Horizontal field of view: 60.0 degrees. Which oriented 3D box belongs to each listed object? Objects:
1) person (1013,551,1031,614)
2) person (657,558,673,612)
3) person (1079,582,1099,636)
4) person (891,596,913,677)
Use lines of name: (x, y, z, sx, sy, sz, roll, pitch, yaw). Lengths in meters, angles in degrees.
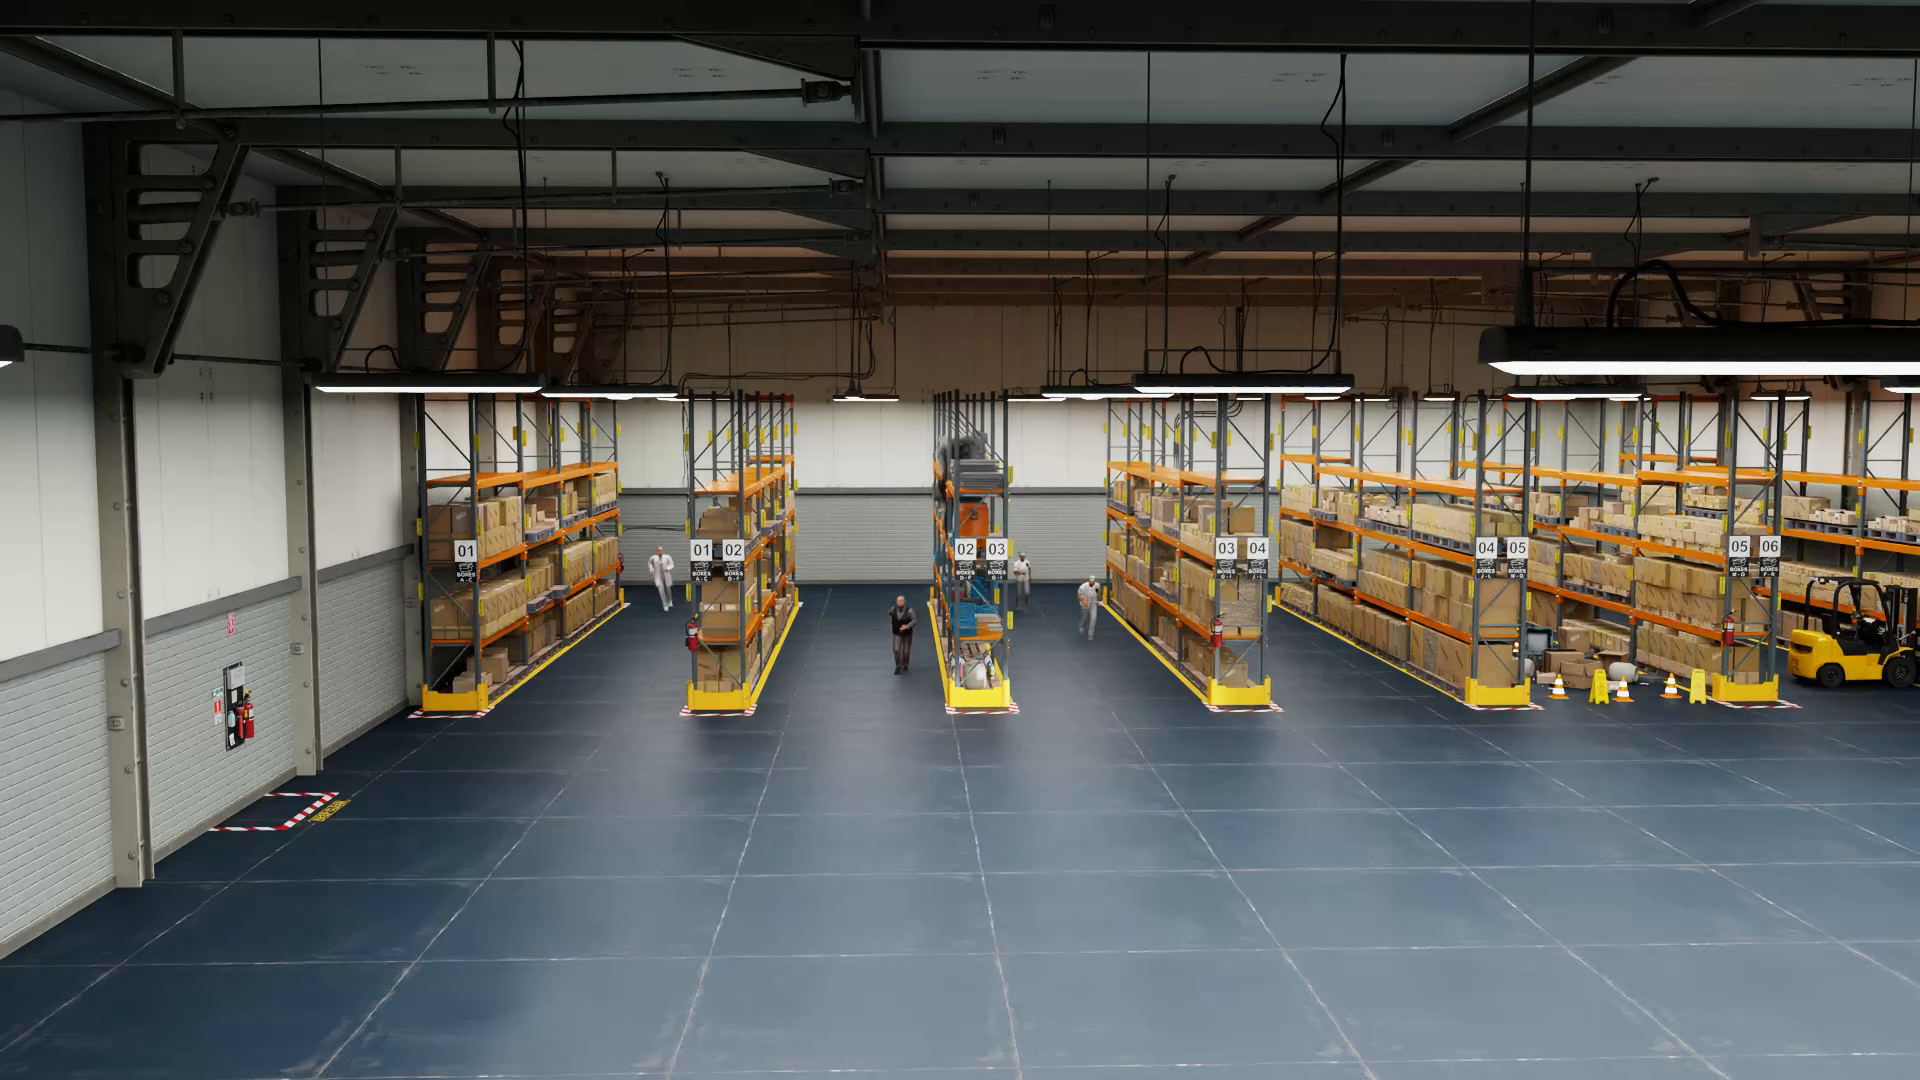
person: (1.712, 1.158, 45.716, 0.547, 1.745, 0.831, -1, 5, -12)
person: (-8.303, 1.183, 46.270, 0.615, 1.526, 1.049, -1, 5, -10)
person: (3.124, 1.660, 40.740, 0.452, 1.316, 0.807, -1, 5, -16)
person: (-1.243, 2.016, 35.156, 0.516, 1.700, 0.859, 0, 5, 6)
